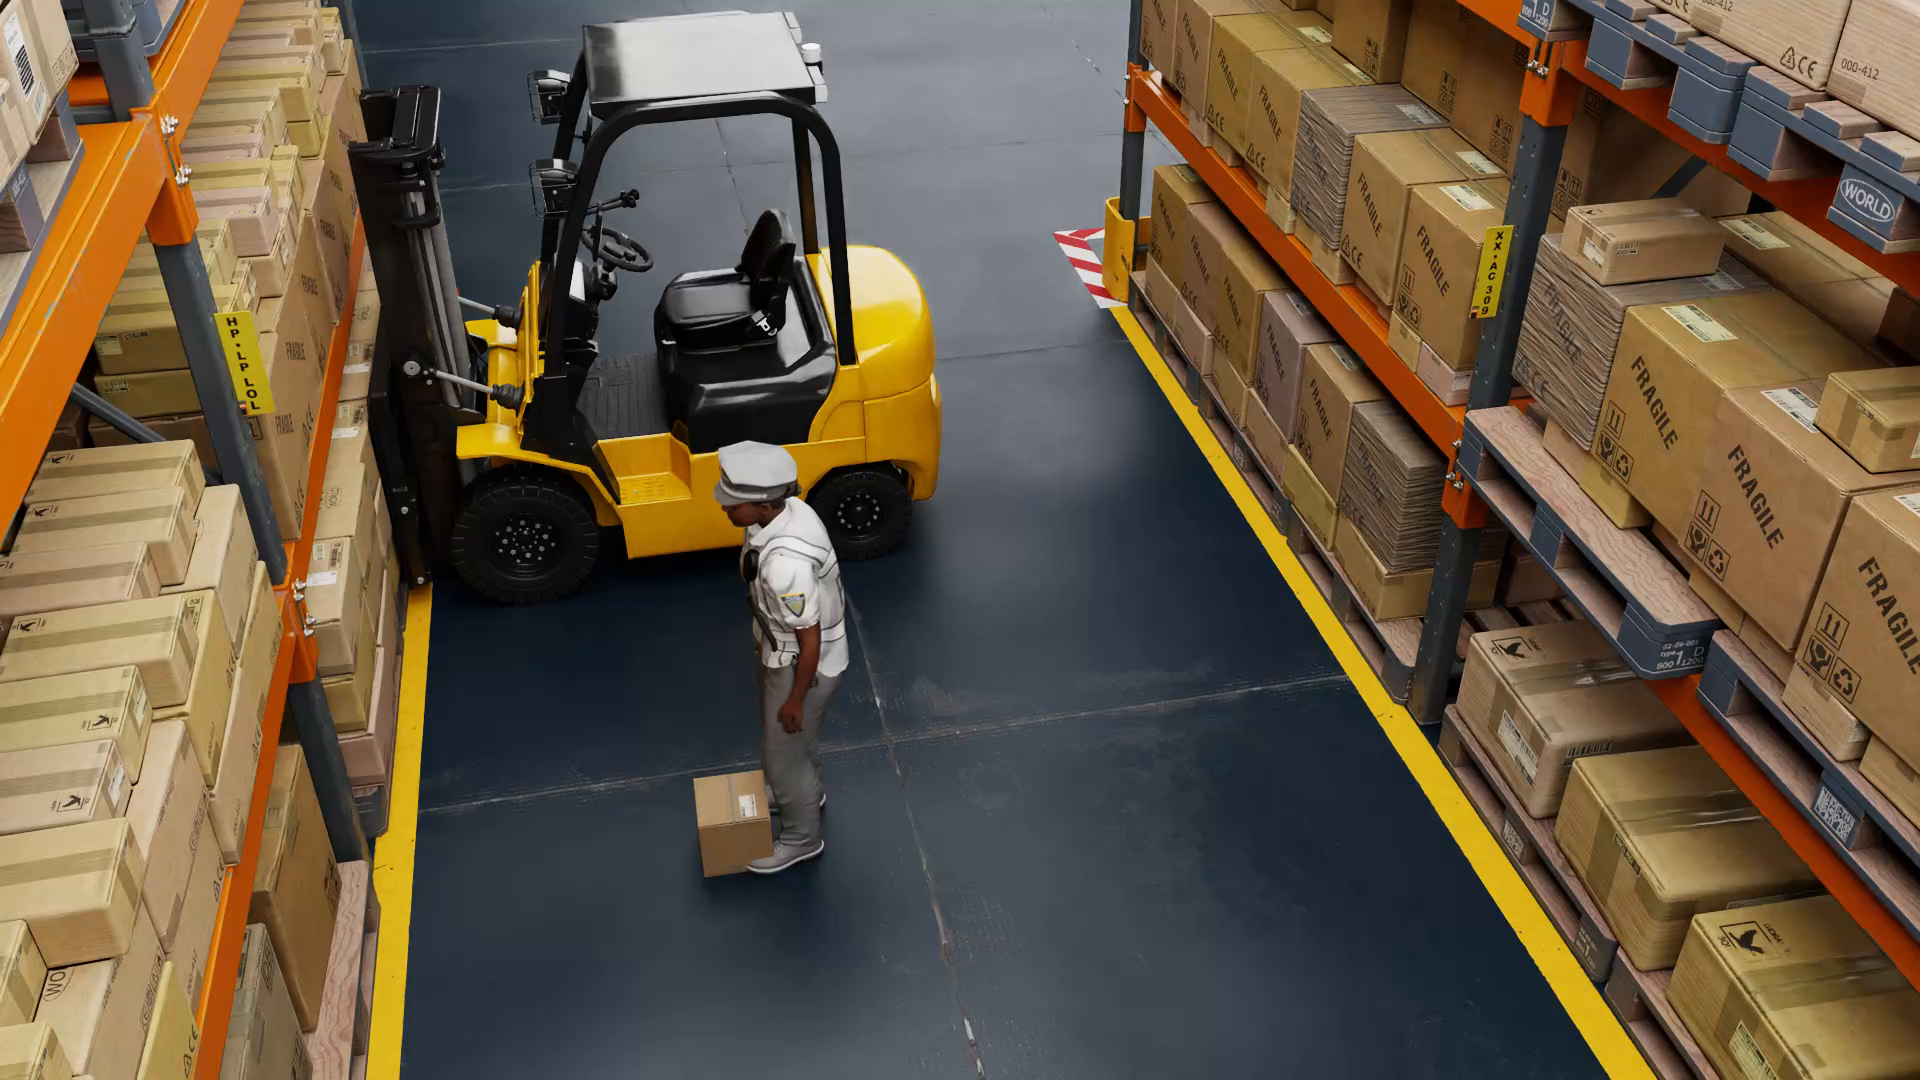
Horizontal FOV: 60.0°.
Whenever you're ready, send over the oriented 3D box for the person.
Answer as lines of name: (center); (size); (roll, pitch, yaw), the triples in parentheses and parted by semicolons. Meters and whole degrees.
person: (-0.593, 0.396, 5.565); (0.421, 1.664, 0.532); (-9, 36, -13)
